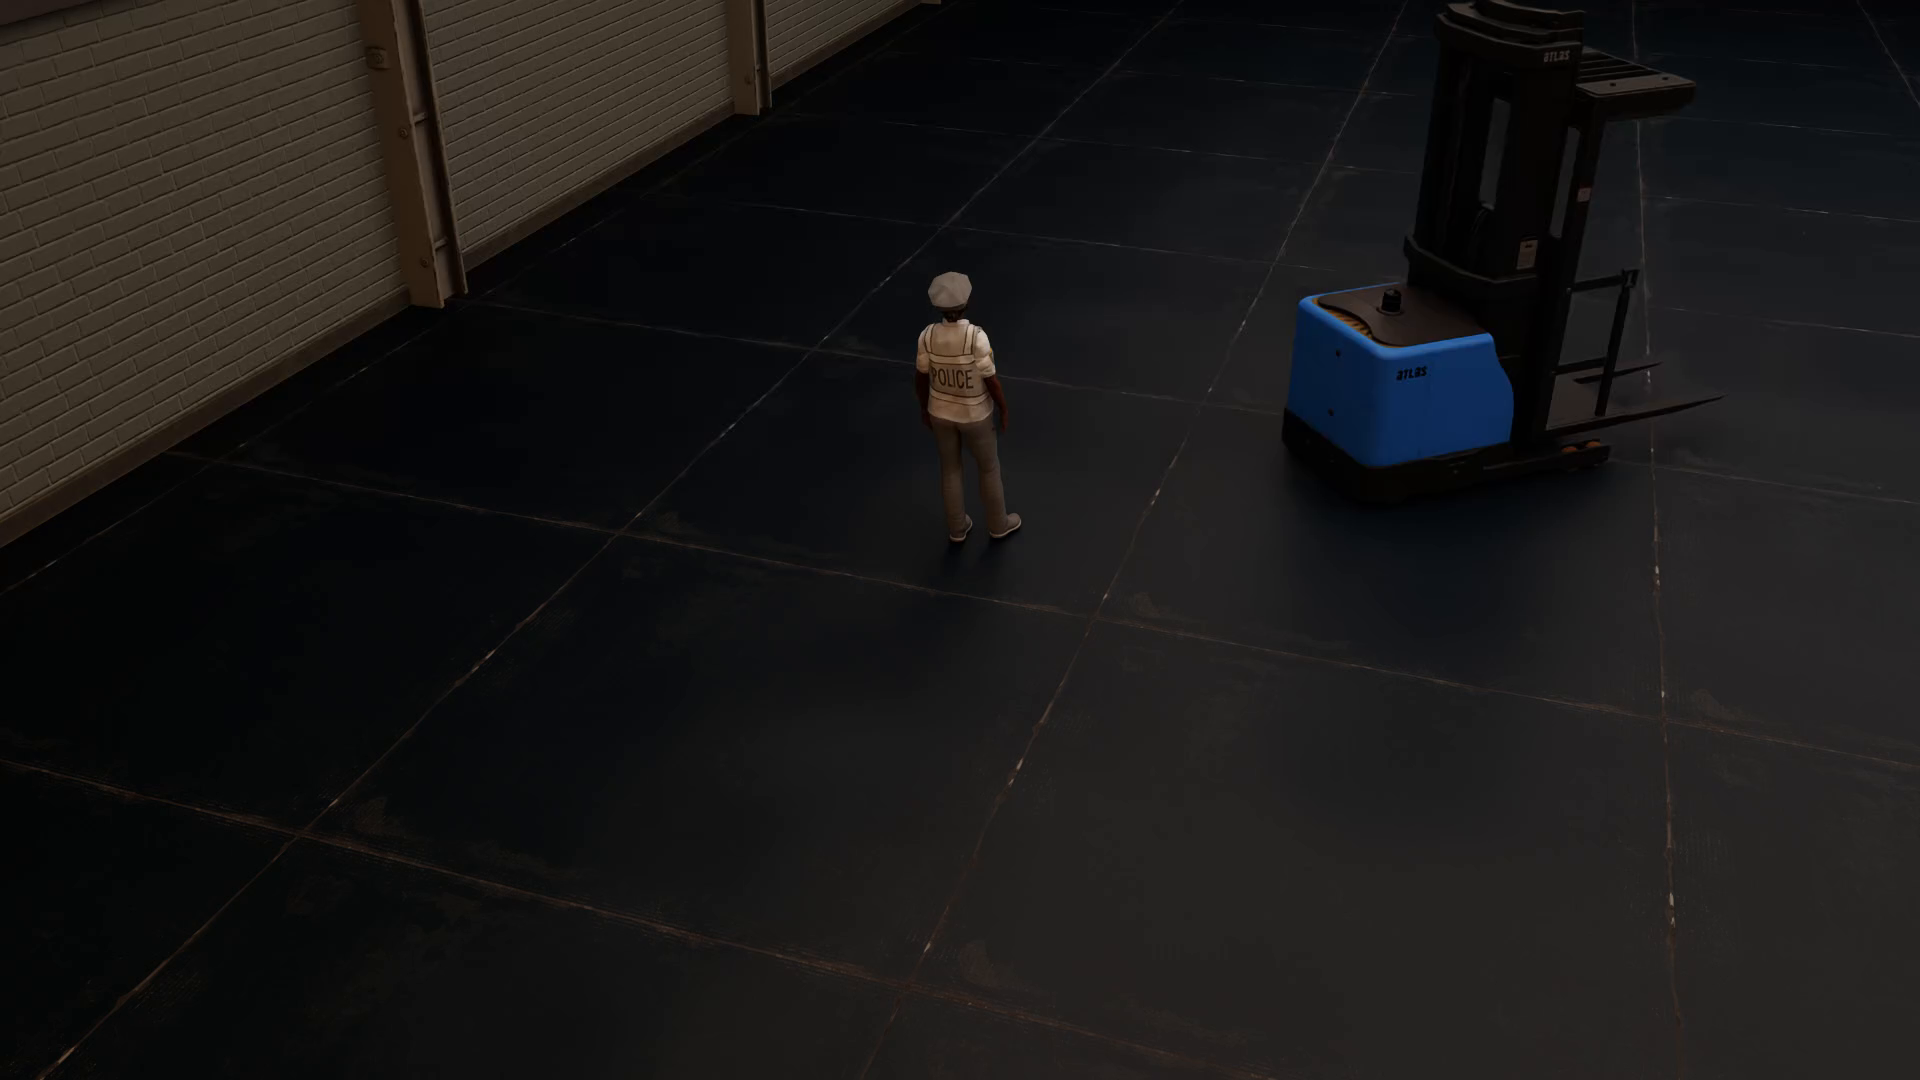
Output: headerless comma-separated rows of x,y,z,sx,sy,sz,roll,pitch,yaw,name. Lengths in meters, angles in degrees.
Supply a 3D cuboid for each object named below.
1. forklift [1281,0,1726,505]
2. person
3.721,-1.949,10.555,3.031,2.935,1.130,-11,32,-19,forklift
0.043,-0.775,9.729,0.570,1.697,0.528,10,31,16,person
